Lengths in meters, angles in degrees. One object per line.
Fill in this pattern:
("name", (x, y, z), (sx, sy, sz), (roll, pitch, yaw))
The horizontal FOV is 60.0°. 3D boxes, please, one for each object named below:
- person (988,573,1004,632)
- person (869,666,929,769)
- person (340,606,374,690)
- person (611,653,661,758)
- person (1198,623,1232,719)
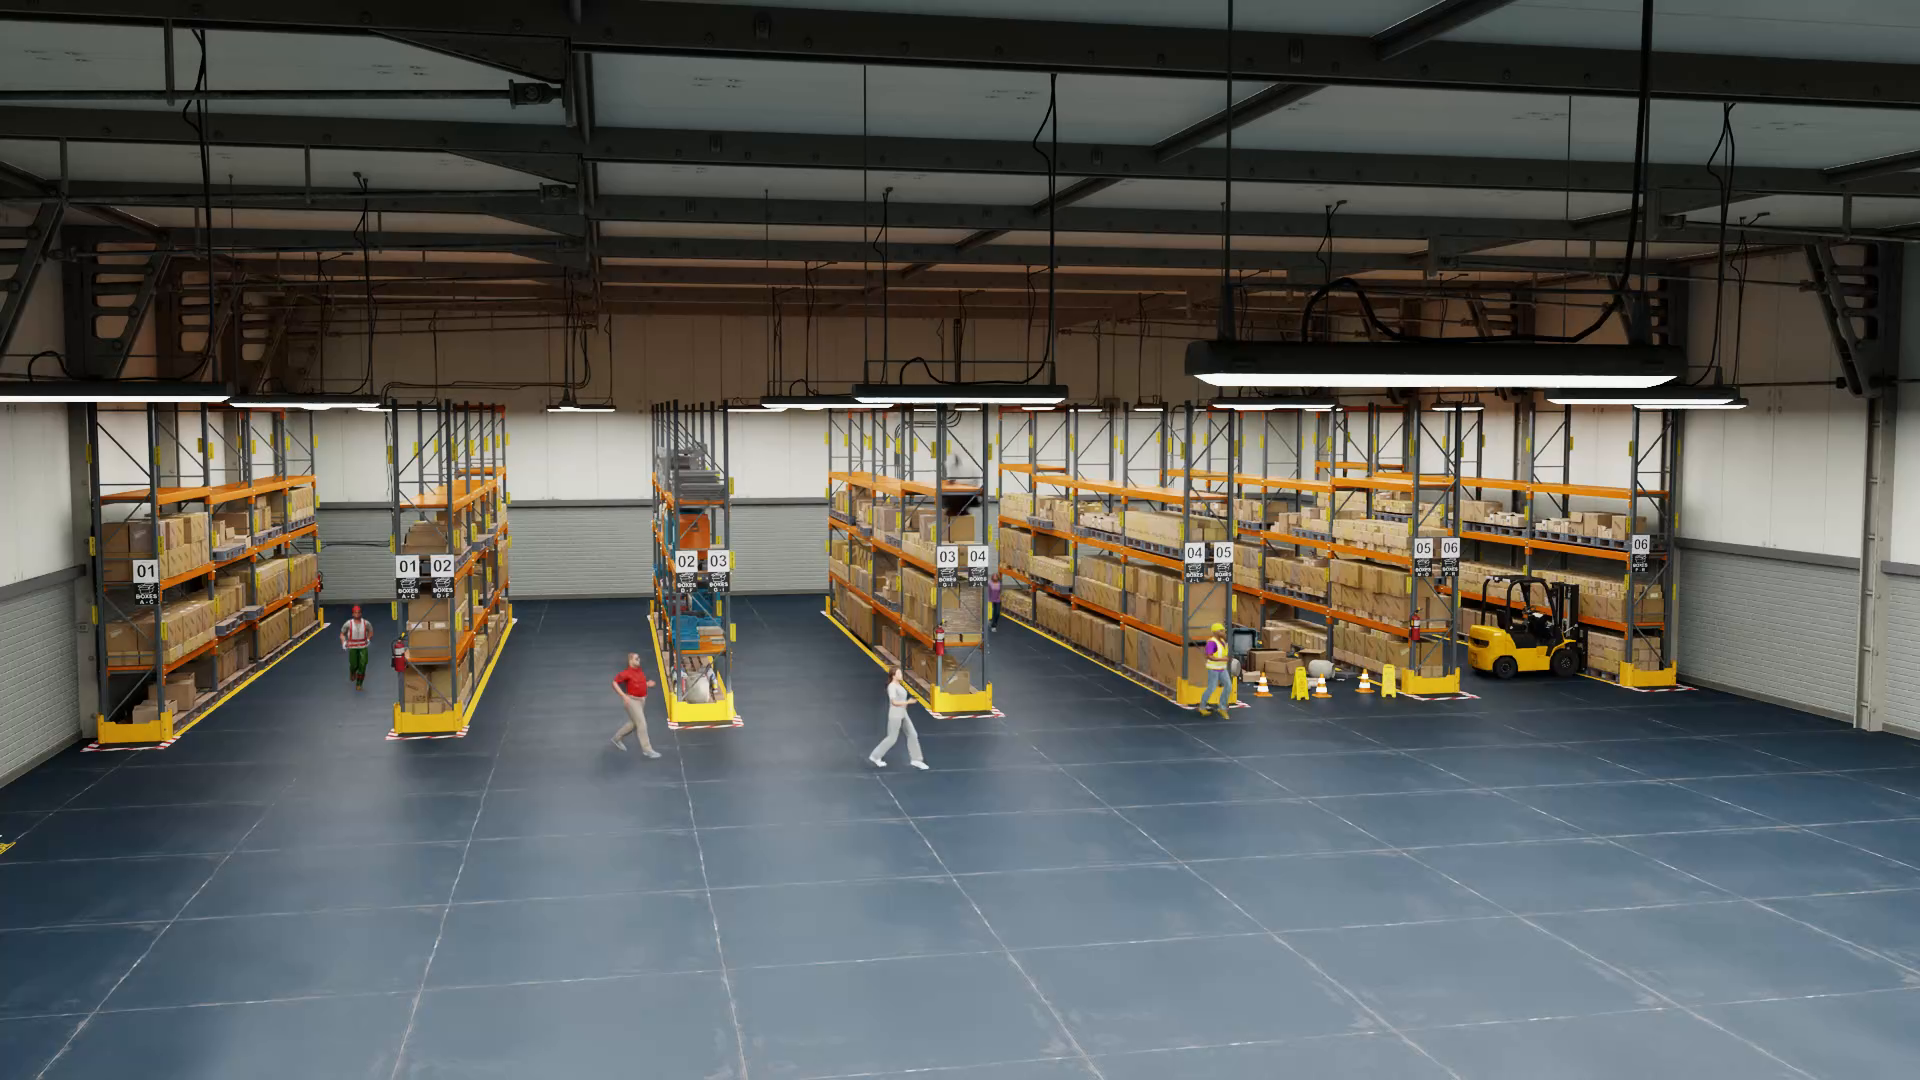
("person", (0.919, 1.651, 43.807), (0.536, 1.560, 0.496), (-1, 4, -13))
("person", (-0.984, 2.862, 26.806), (0.965, 1.668, 0.572), (1, 4, 15))
("person", (-12.559, 2.244, 34.687), (0.658, 1.740, 0.606), (-2, 5, -27))
("person", (-5.439, 2.744, 27.817), (0.984, 1.719, 0.661), (1, 4, 14))
("person", (4.870, 2.480, 31.420), (0.719, 1.826, 0.714), (4, 6, 42))
